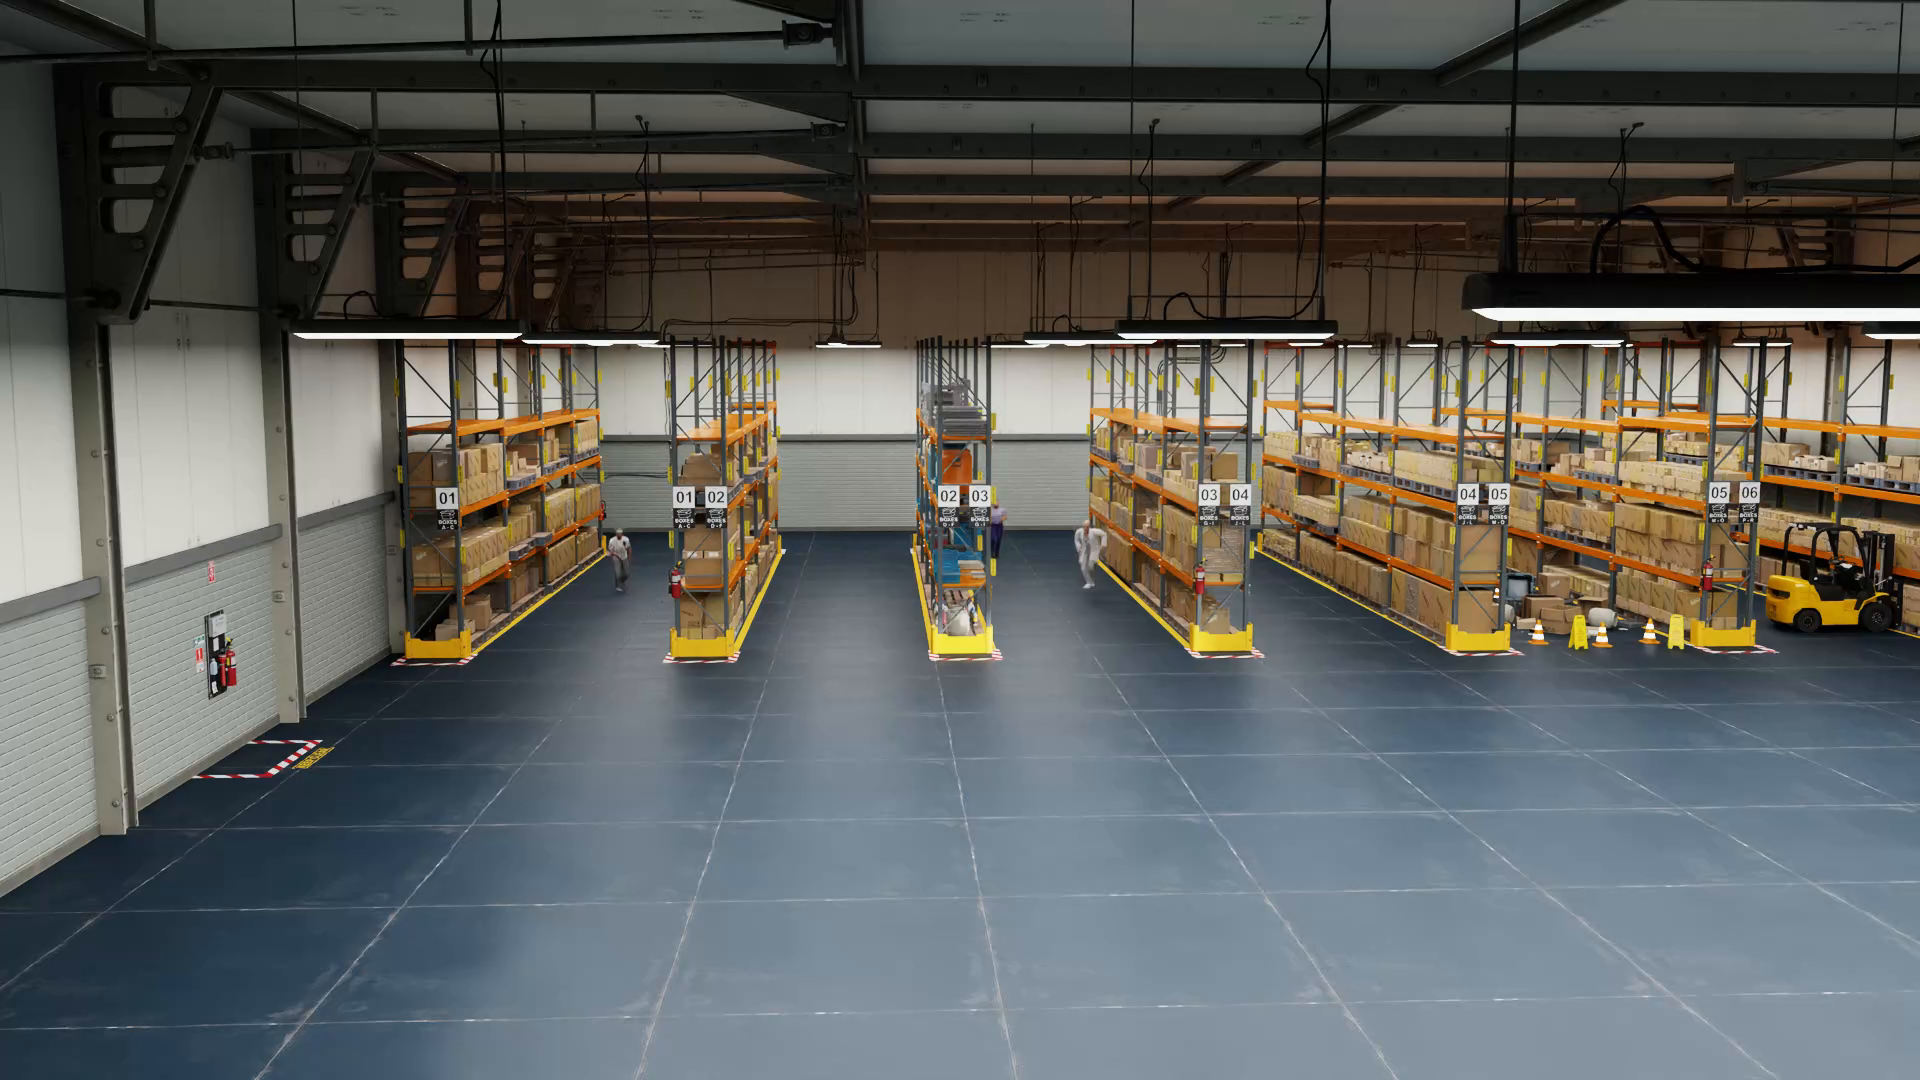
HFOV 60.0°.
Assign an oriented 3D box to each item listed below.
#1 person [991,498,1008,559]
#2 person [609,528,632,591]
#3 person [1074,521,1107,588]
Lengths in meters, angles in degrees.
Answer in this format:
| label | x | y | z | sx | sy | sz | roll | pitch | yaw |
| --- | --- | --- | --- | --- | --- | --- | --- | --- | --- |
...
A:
| label | x | y | z | sx | sy | sz | roll | pitch | yaw |
| --- | --- | --- | --- | --- | --- | --- | --- | --- | --- |
| person | 1.021 | -0.313 | 46.147 | 0.597 | 1.671 | 0.722 | -1 | 7 | -7 |
| person | -8.098 | 0.455 | 39.613 | 0.557 | 1.571 | 0.740 | -3 | 7 | -22 |
| person | 2.981 | 0.333 | 38.020 | 0.740 | 1.608 | 0.810 | 2 | 7 | 14 |
